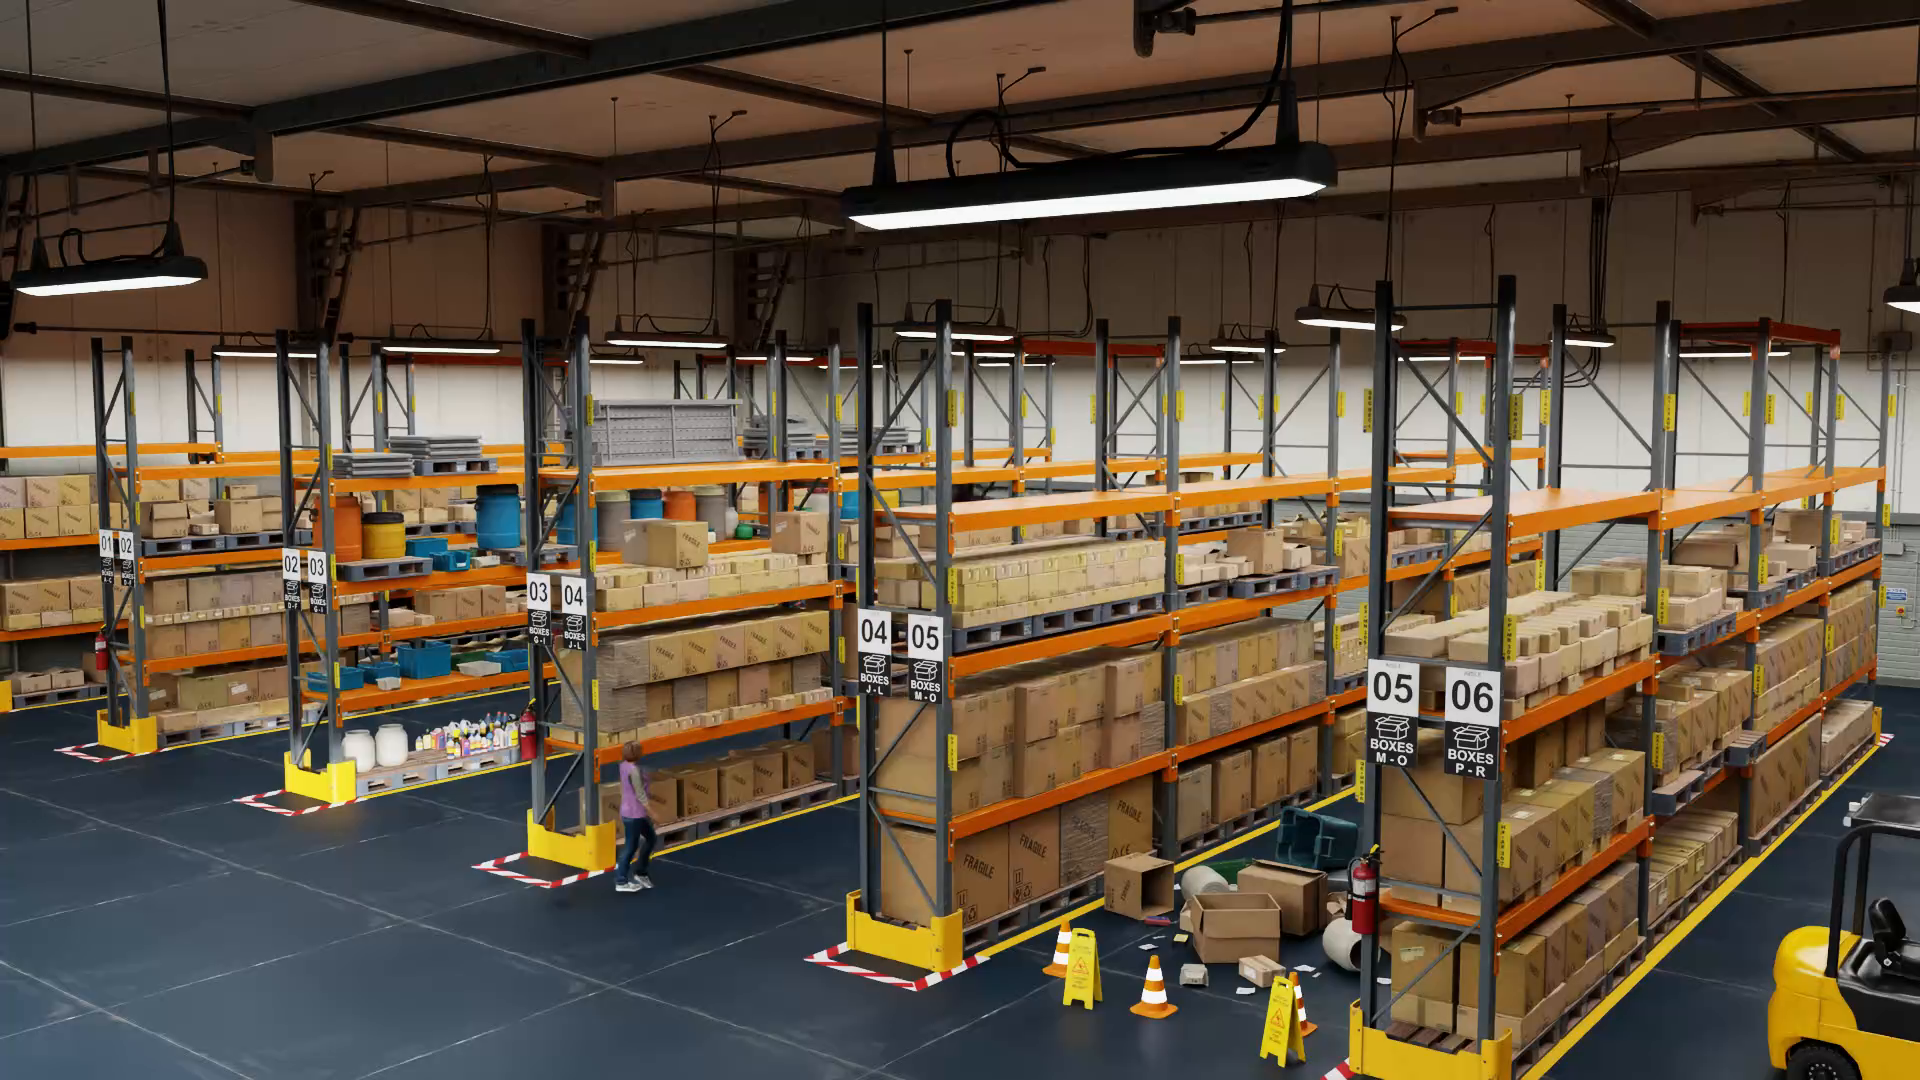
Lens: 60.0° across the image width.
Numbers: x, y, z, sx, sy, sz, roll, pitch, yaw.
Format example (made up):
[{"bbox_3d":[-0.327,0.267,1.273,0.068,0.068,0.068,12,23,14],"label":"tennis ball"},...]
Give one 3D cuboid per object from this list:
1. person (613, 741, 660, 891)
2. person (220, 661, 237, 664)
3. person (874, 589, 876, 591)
[{"bbox_3d":[-3.361,2.882,17.245,0.488,1.638,0.403,-1,5,-12],"label":"person"},{"bbox_3d":[-12.250,1.899,27.883,0.470,1.659,0.490,-2,5,-20],"label":"person"},{"bbox_3d":[-1.642,1.438,33.248,0.655,1.734,0.773,4,6,40],"label":"person"}]
